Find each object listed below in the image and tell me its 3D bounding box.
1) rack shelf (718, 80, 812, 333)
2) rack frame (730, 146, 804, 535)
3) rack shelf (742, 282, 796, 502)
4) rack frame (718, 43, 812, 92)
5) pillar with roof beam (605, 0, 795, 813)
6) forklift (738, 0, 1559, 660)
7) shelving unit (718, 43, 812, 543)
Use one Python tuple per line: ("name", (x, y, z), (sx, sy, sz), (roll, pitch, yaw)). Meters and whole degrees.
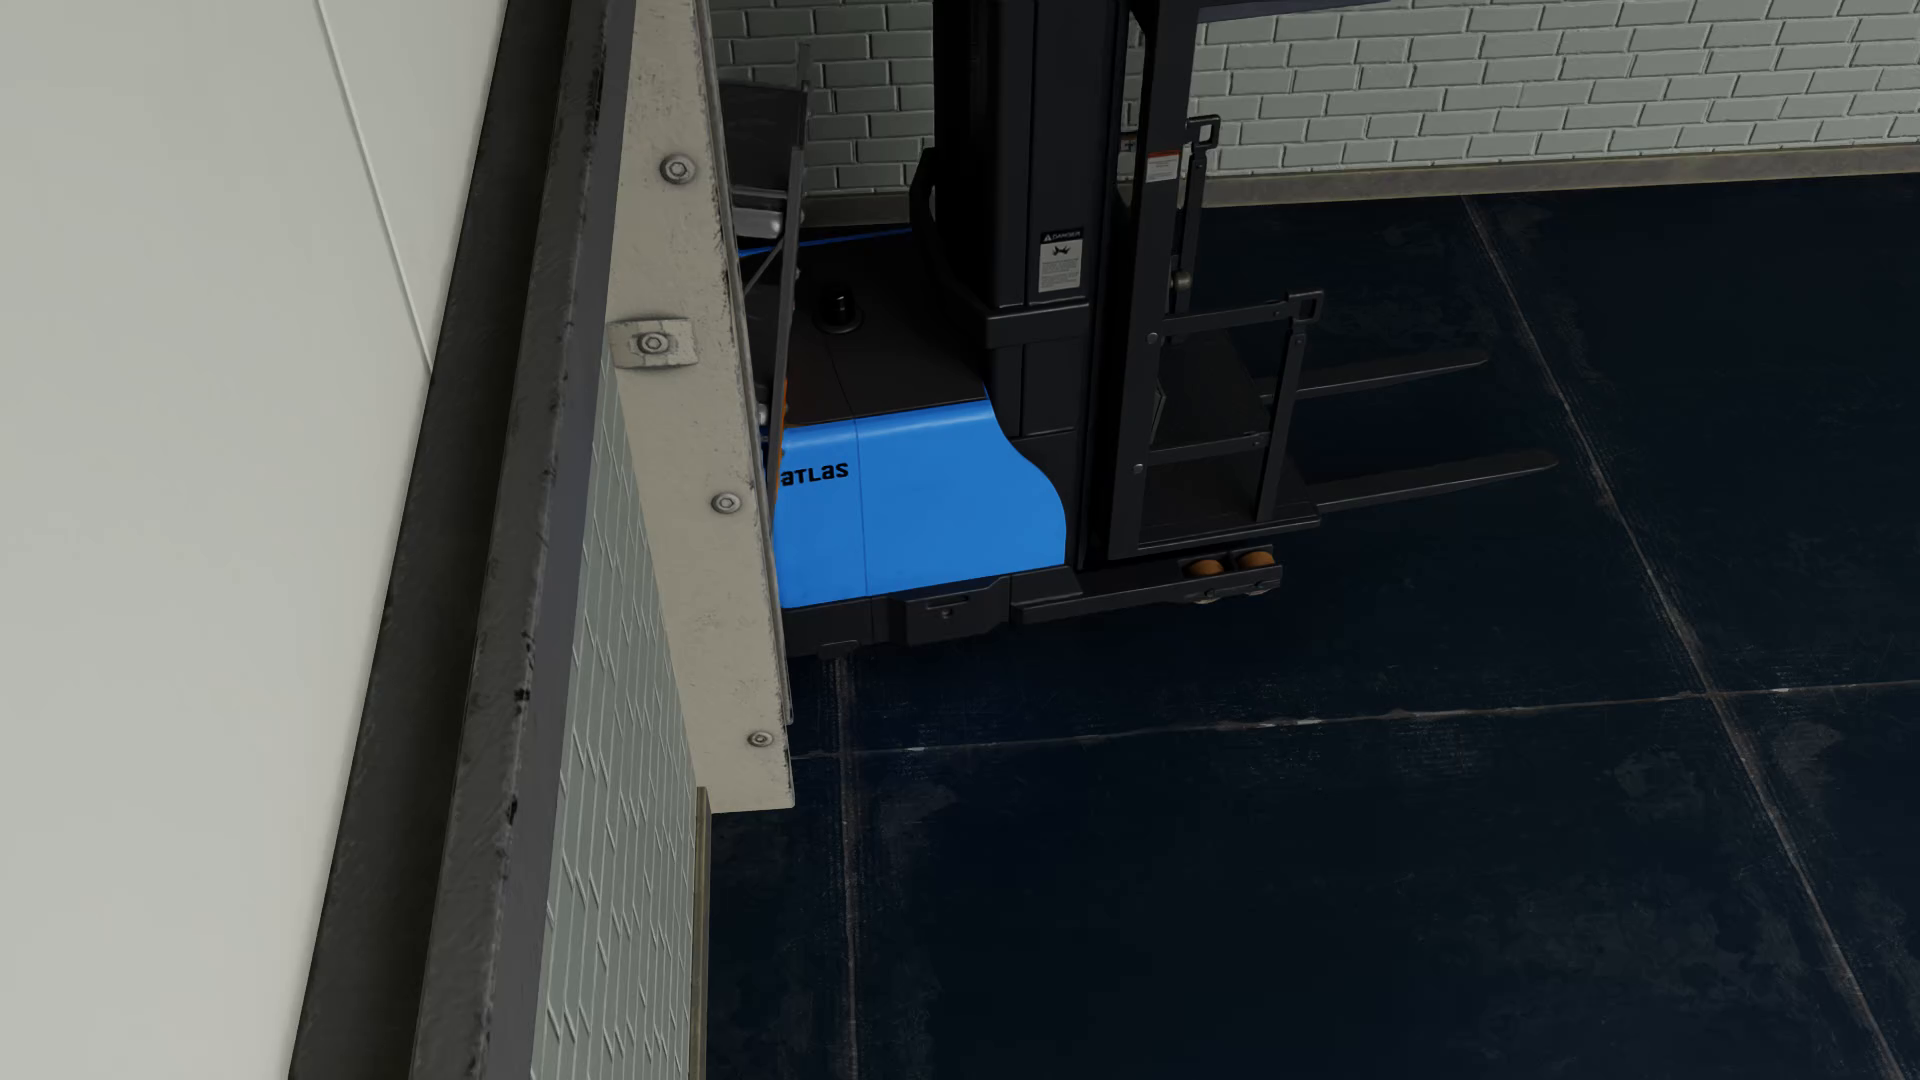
("rack shelf", (-0.650, -0.950, 4.646), (0.431, 0.518, 0.480), (4, 48, -7))
("rack frame", (-0.740, -0.312, 4.986), (0.400, 2.100, 0.015), (4, 48, -7))
("rack shelf", (-0.746, -0.484, 5.159), (0.431, 0.518, 0.480), (4, 48, -7))
("rack frame", (-0.750, -0.674, 5.313), (0.400, 2.100, 0.015), (4, 48, -7))
("pillar with roof beam", (3.580, -2.618, 2.532), (9.100, 9.000, 0.400), (-3, 47, -3))
("forklift", (0.692, -1.144, 5.315), (3.031, 2.935, 1.130), (-9, 47, -9))
("shelving unit", (-0.745, -0.493, 5.149), (0.431, 2.100, 0.503), (4, 48, -7))
